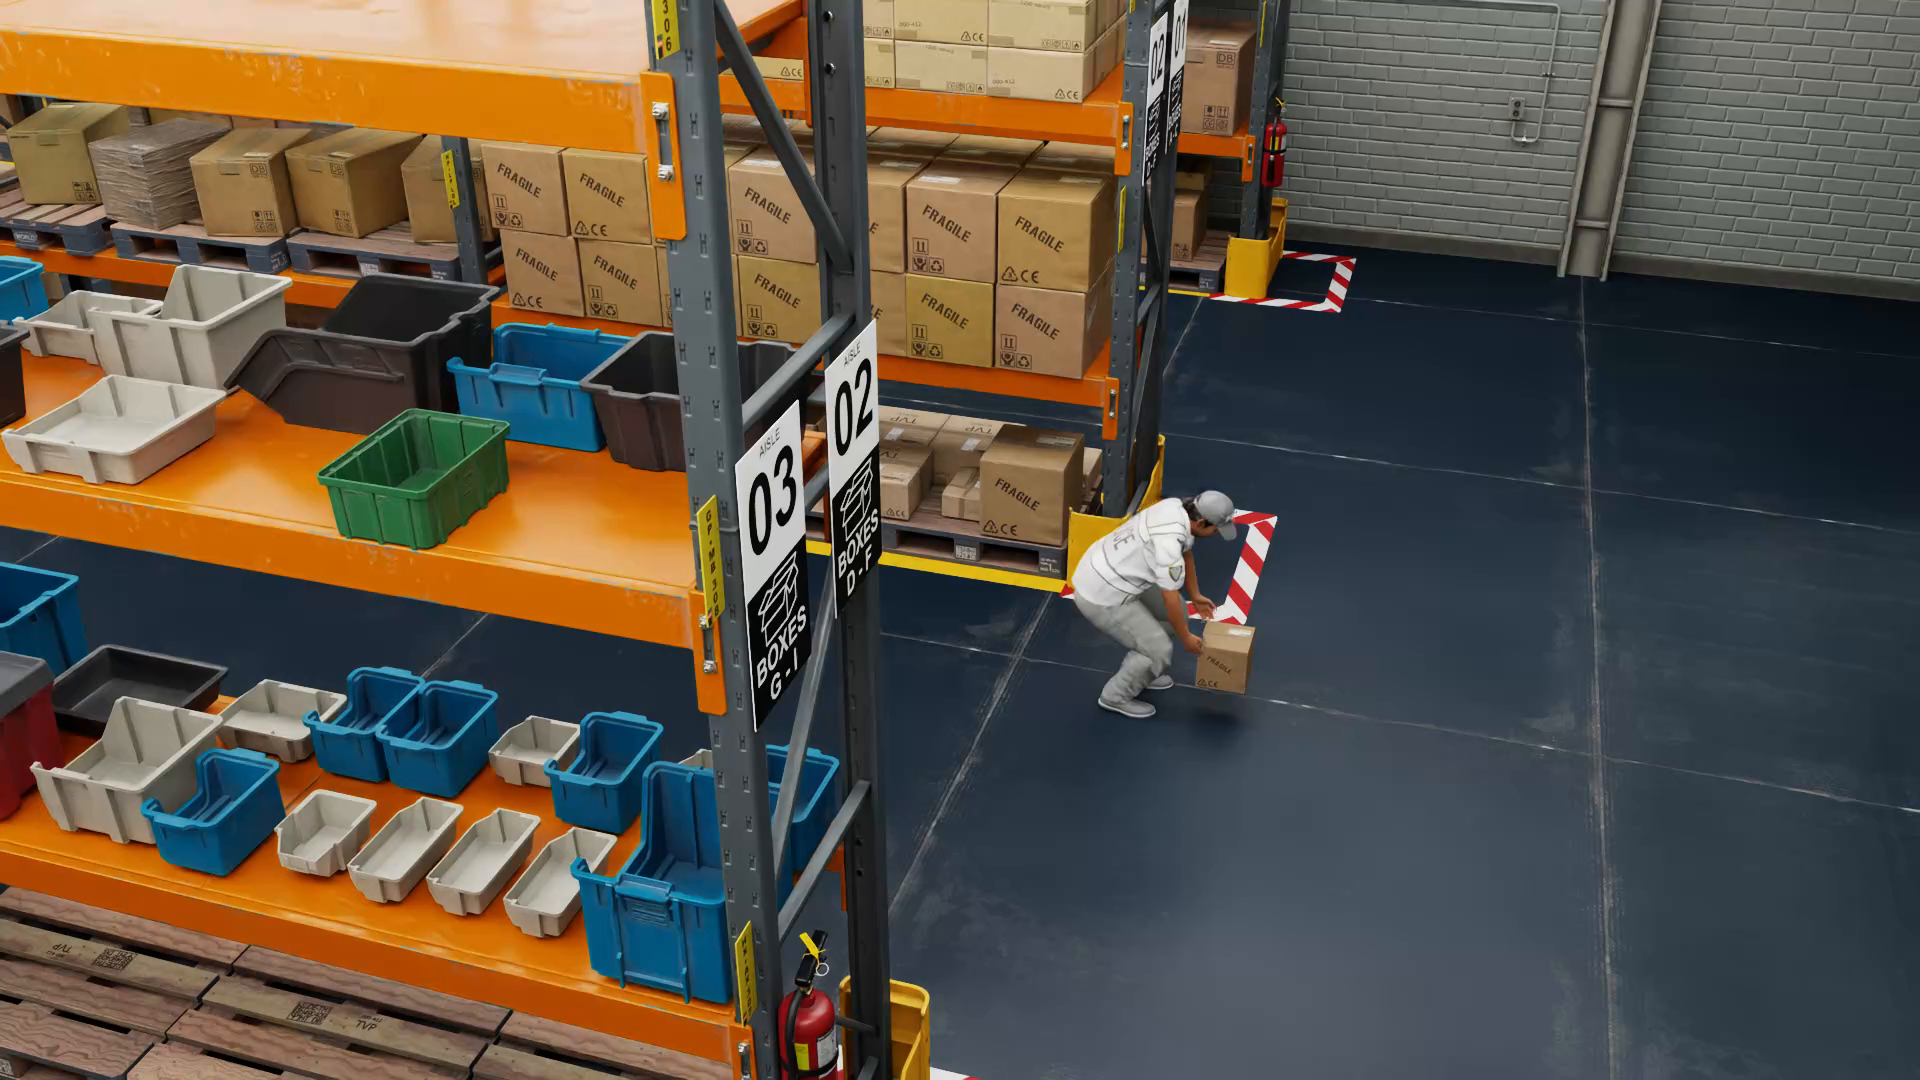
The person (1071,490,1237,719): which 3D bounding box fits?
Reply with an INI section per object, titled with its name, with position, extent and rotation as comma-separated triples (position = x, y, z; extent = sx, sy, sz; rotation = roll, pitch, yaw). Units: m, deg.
[person]
position = 0.976, 0.275, 8.452
extent = 0.794, 1.239, 0.540
rotation = 9, 31, 15
